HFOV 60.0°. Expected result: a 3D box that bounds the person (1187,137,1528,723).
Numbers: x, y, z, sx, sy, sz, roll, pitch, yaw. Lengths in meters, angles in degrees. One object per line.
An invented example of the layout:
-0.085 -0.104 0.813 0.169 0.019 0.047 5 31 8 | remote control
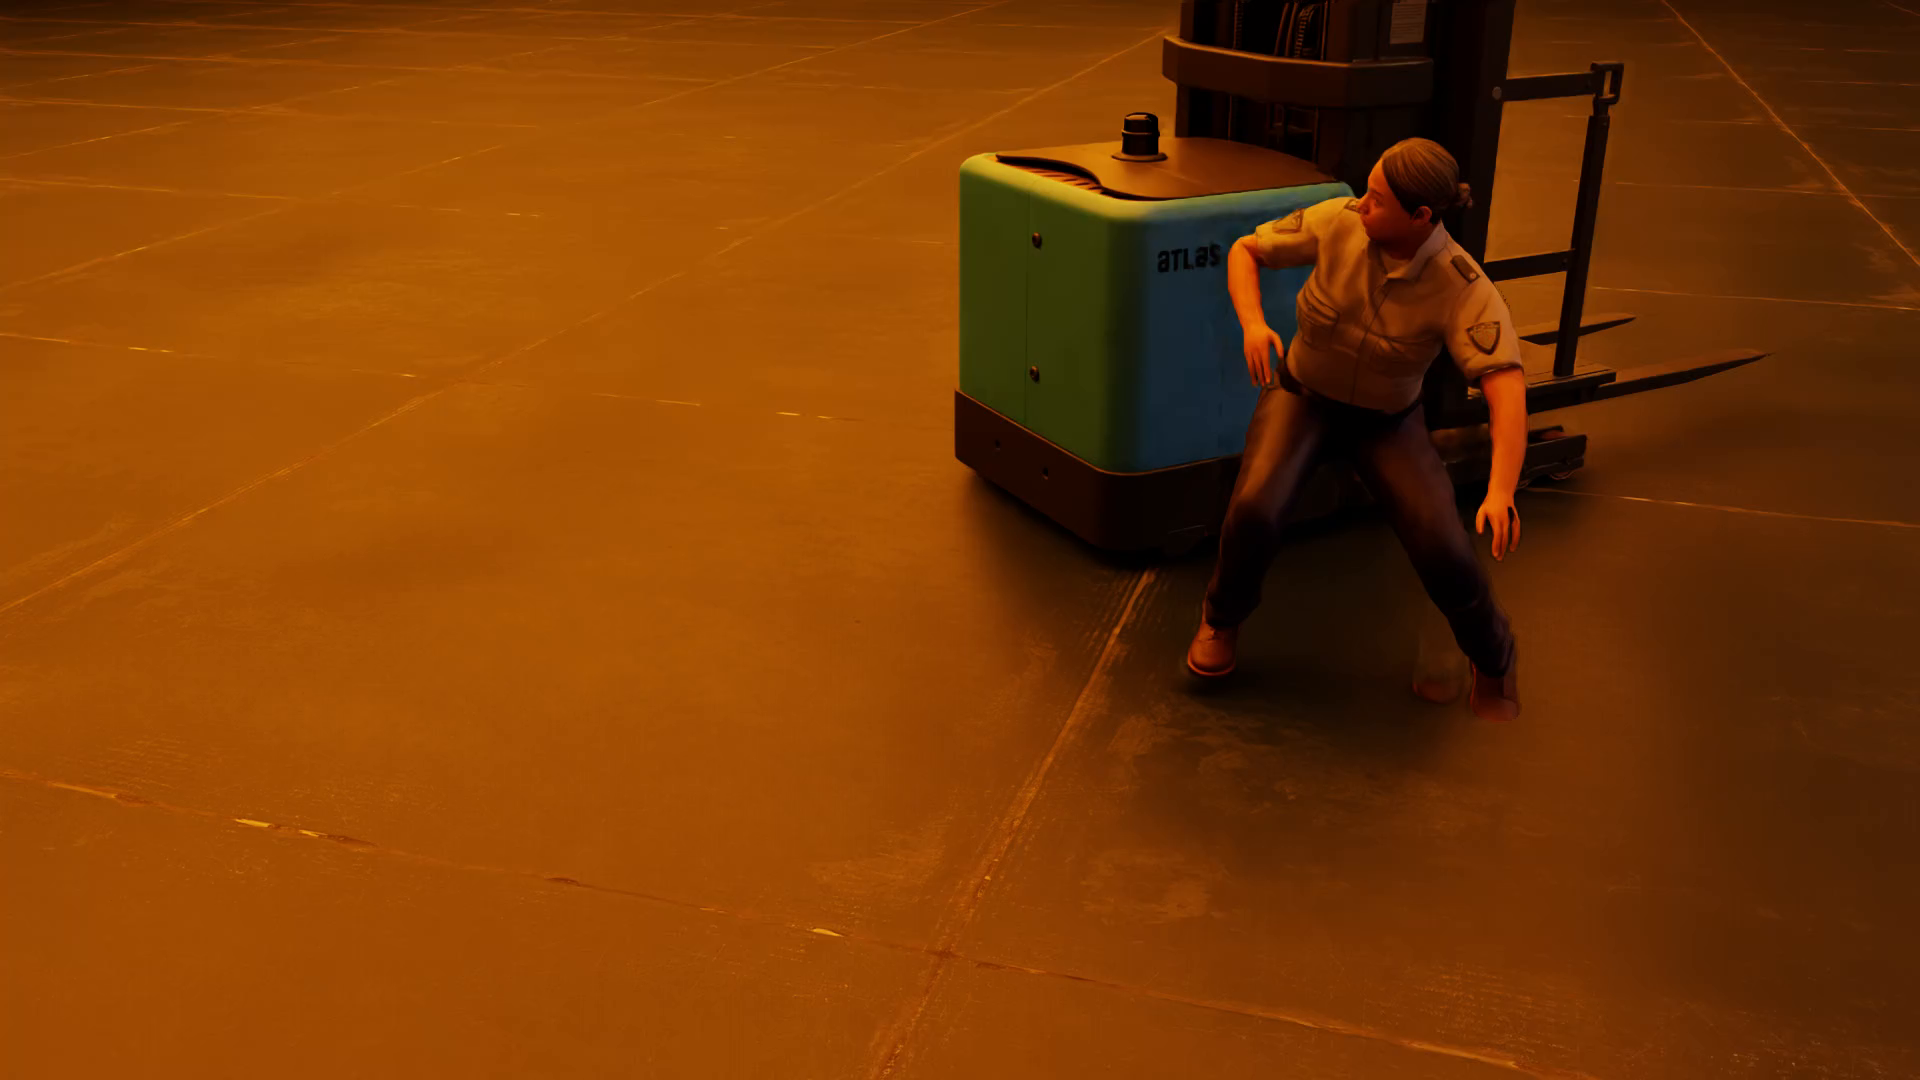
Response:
0.981 -0.226 3.922 0.818 1.432 0.802 7 23 16 | person

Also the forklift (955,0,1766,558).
1.528 -1.687 5.365 3.031 2.935 1.130 -11 25 -26 | forklift
